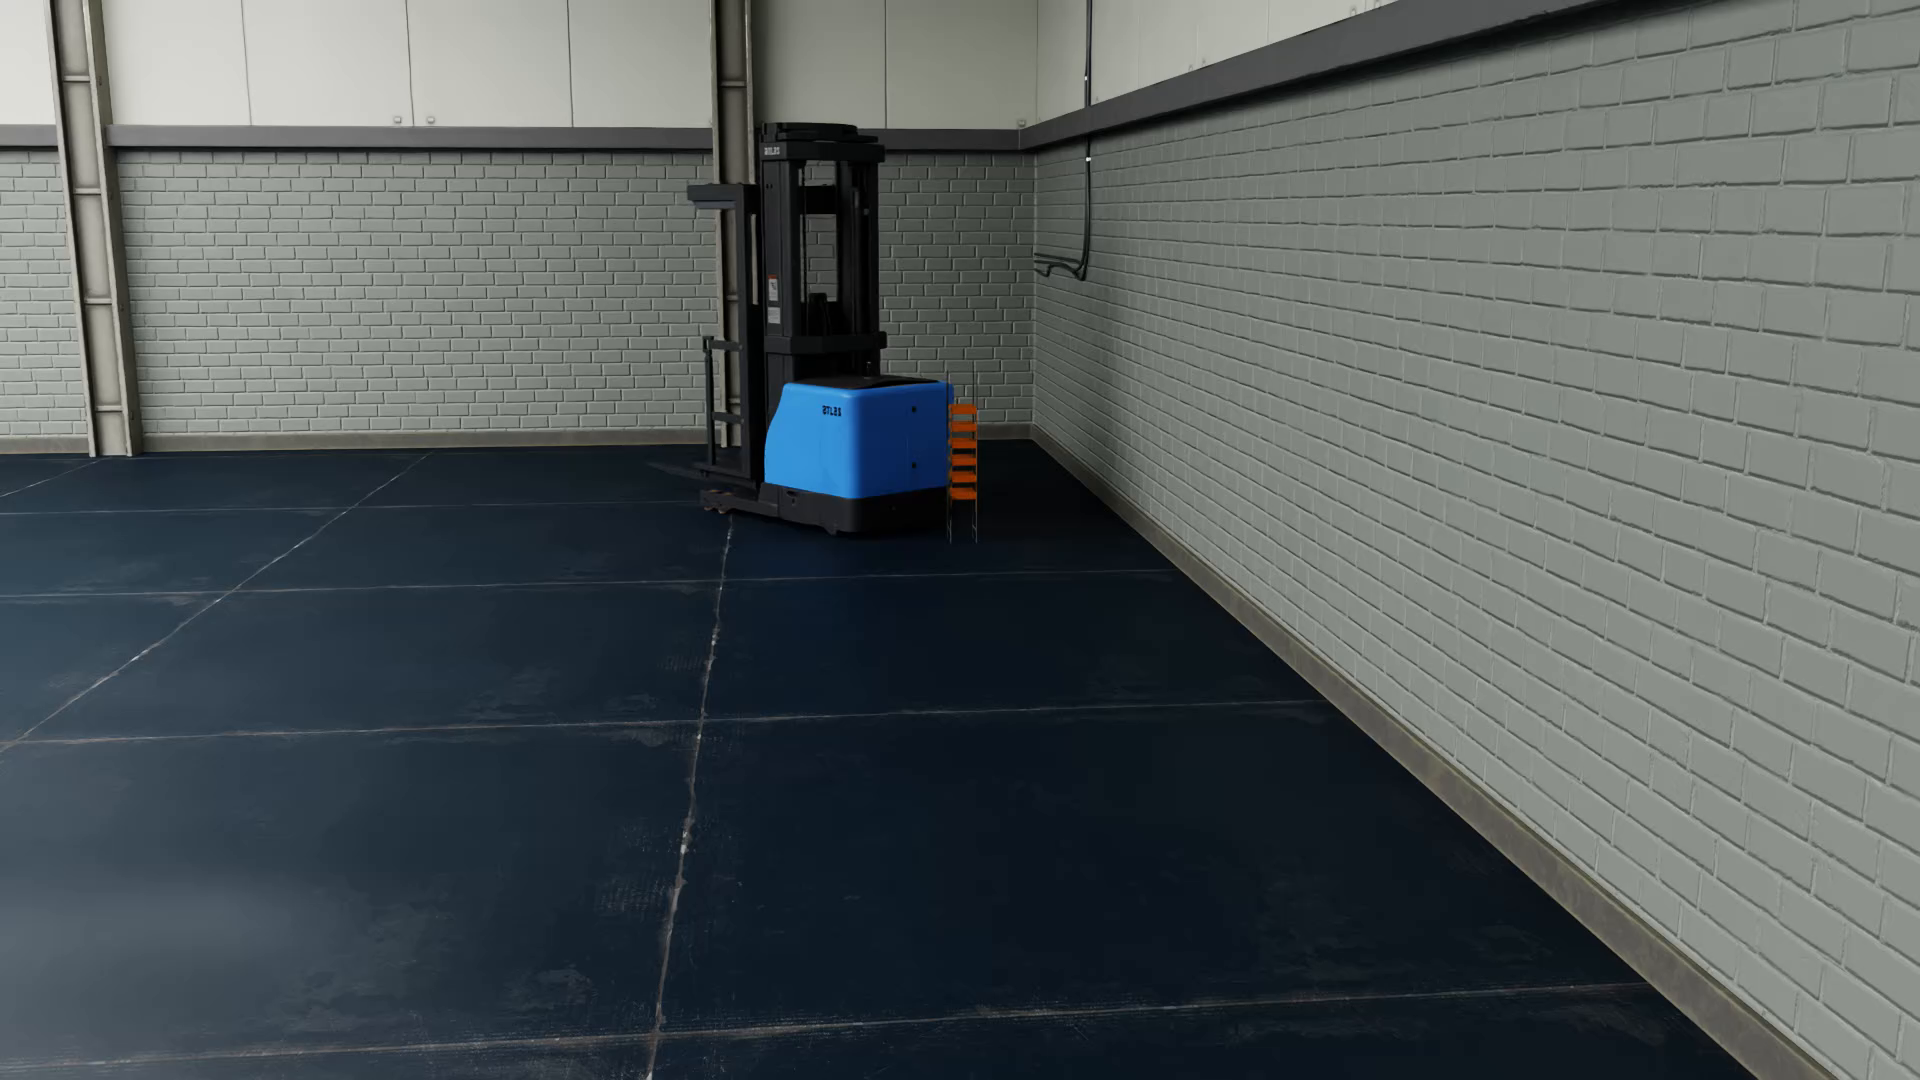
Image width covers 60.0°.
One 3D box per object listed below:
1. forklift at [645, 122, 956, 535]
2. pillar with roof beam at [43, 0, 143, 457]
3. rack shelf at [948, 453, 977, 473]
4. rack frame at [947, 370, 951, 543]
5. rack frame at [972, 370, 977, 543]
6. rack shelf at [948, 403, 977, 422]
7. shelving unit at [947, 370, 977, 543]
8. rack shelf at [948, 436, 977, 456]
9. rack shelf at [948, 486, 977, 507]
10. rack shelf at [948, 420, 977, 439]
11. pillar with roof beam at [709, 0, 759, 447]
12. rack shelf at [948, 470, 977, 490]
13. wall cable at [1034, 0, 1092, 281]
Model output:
[{"bbox_3d":[-1.392,-1.697,12.900,1.130,2.935,3.031,-10,15,-41],"label":"forklift"},{"bbox_3d":[-7.696,-4.422,11.035,0.400,9.000,9.100,-1,11,-6],"label":"pillar with roof beam"},{"bbox_3d":[0.014,-0.545,11.762,0.180,0.103,0.258,-1,11,-6],"label":"rack shelf"},{"bbox_3d":[-0.077,-0.587,11.744,0.006,1.200,0.240,-1,11,-6],"label":"rack frame"},{"bbox_3d":[0.105,-0.591,11.764,0.006,1.200,0.240,-1,11,-6],"label":"rack frame"},{"bbox_3d":[0.014,-0.899,11.693,0.180,0.103,0.258,-1,11,-6],"label":"rack shelf"},{"bbox_3d":[0.014,-0.589,11.754,0.189,1.200,0.258,-1,11,-6],"label":"shelving unit"},{"bbox_3d":[0.014,-0.663,11.739,0.180,0.103,0.258,-1,11,-6],"label":"rack shelf"},{"bbox_3d":[0.014,-0.310,11.809,0.180,0.103,0.258,-1,11,-6],"label":"rack shelf"},{"bbox_3d":[0.014,-0.781,11.716,0.180,0.103,0.258,-1,11,-6],"label":"rack shelf"},{"bbox_3d":[-1.731,-4.547,11.671,0.400,9.000,9.100,-1,11,-6],"label":"pillar with roof beam"},{"bbox_3d":[0.014,-0.428,11.786,0.180,0.103,0.258,-1,11,-6],"label":"rack shelf"},{"bbox_3d":[0.875,-3.657,15.192,0.112,2.526,3.097,-1,11,-6],"label":"wall cable"}]
